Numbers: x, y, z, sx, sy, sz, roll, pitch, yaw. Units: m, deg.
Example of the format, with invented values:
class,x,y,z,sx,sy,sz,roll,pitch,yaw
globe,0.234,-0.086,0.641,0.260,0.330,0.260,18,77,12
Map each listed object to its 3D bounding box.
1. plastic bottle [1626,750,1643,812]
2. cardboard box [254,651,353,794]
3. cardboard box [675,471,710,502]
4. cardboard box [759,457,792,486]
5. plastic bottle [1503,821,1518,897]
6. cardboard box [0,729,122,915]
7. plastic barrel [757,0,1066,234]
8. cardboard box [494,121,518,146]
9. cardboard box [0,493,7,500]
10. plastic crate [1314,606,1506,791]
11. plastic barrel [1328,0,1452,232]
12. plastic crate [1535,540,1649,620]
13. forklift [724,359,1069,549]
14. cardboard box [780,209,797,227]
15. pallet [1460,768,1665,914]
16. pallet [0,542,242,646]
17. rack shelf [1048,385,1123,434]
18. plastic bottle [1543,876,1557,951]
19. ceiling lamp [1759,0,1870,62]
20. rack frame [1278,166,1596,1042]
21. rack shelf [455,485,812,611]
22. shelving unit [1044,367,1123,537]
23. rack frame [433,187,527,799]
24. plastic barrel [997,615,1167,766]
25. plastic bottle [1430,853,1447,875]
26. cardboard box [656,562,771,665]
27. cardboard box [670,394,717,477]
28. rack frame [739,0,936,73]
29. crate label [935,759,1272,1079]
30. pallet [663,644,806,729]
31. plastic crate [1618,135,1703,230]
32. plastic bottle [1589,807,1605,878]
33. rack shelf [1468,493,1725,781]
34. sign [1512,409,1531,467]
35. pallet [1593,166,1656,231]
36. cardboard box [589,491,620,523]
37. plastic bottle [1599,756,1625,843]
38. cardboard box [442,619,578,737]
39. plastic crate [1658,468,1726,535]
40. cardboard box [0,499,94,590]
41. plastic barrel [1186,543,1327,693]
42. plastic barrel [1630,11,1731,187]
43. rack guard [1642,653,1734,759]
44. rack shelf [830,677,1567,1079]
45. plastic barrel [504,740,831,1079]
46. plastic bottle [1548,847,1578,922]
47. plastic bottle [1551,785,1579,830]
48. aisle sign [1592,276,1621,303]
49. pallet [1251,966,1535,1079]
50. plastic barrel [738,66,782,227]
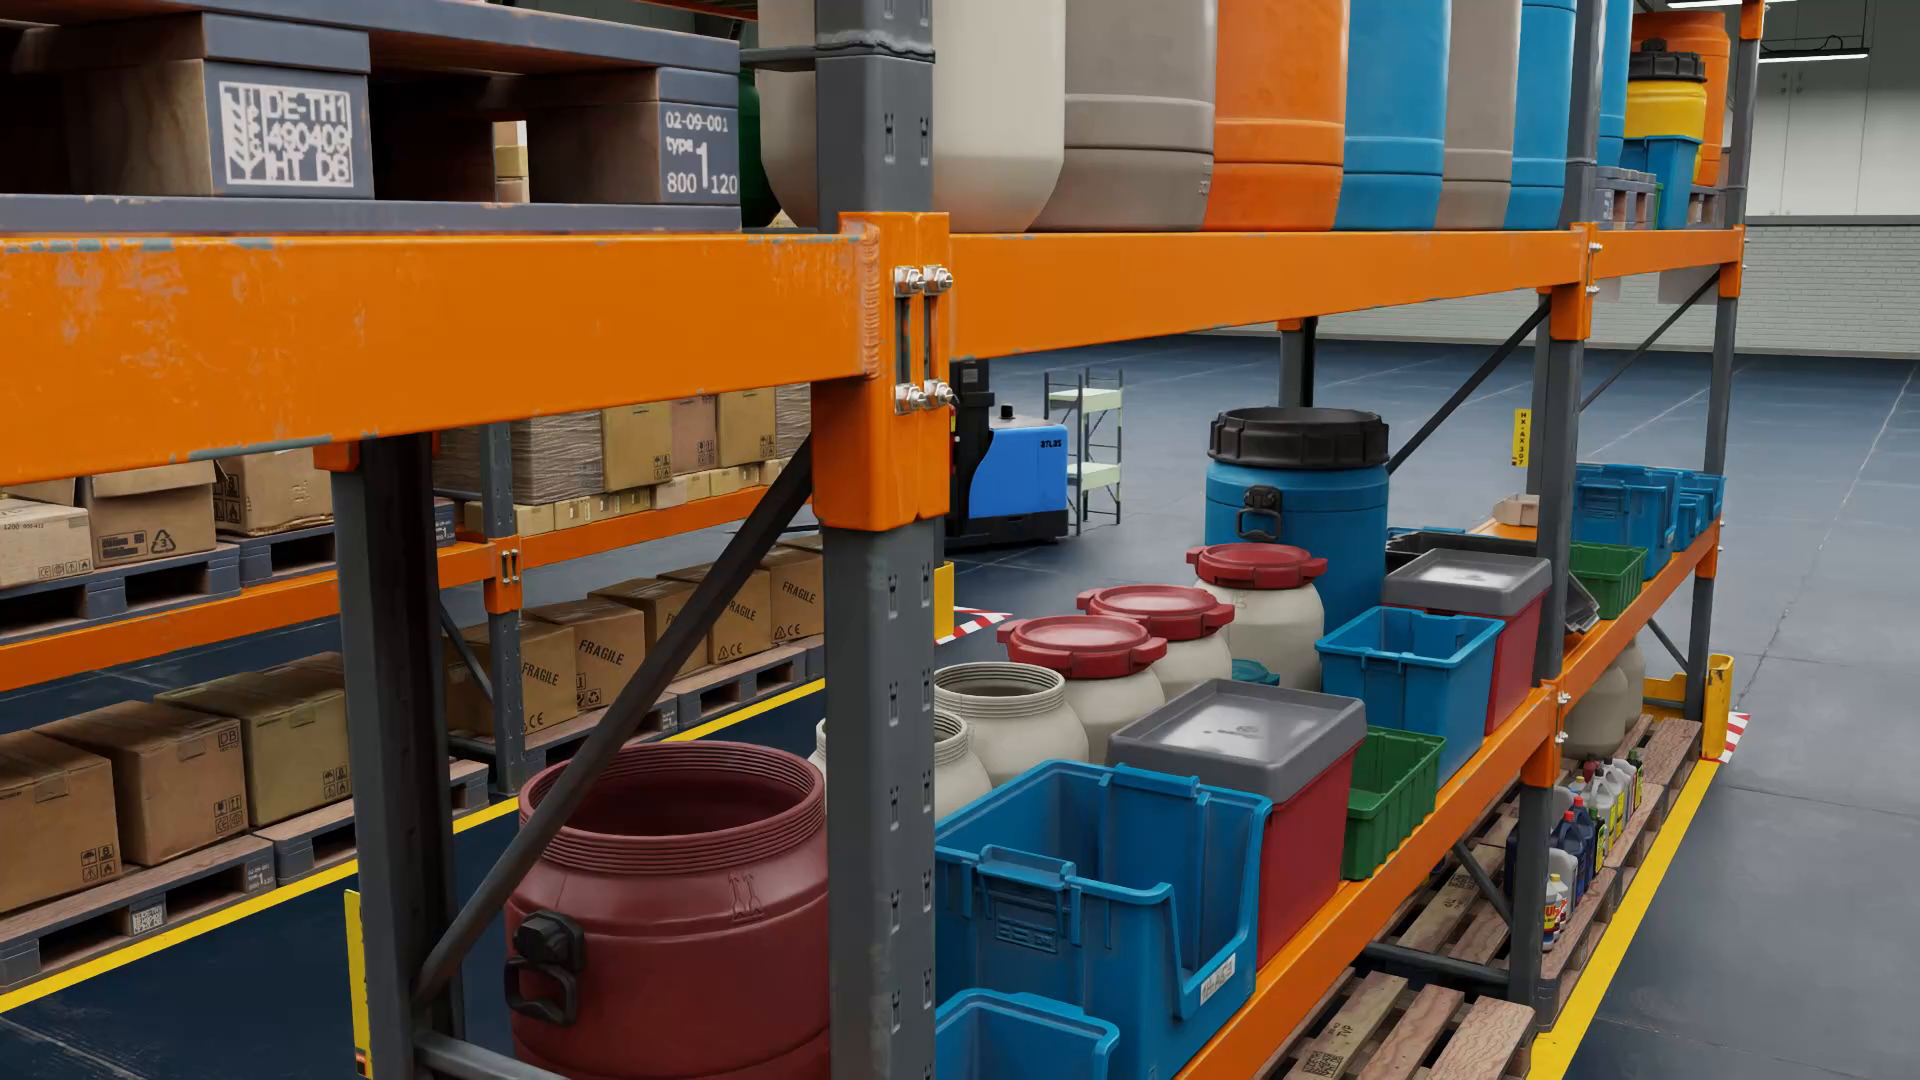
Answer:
class,x,y,z,sx,sy,sz,roll,pitch,yaw
plastic bottle,3.040,1.079,7.520,0.061,0.283,0.133,7,13,32
cardboard box,-2.983,0.872,8.037,0.700,0.500,0.500,5,12,26
cardboard box,-1.649,-0.315,9.465,0.380,0.149,0.250,6,12,31
cardboard box,-1.230,-0.430,10.077,0.380,0.149,0.250,6,12,31
plastic bottle,2.238,1.223,6.568,0.144,0.351,0.185,6,12,31
cardboard box,-3.826,1.121,6.706,0.700,0.500,0.500,8,13,35
plastic barrel,-0.066,-0.681,2.282,0.421,0.512,0.421,0,11,0
cardboard box,-2.630,-2.245,8.501,0.500,0.500,0.500,6,12,29
cardboard box,-6.446,0.021,11.617,0.875,0.875,0.875,7,12,32
plastic crate,1.280,0.450,4.740,0.392,0.384,0.575,6,12,31
plastic barrel,0.830,-1.176,3.865,0.600,0.901,0.708,6,12,31
plastic crate,2.533,0.156,6.840,0.450,0.188,0.662,6,12,31
forklift,-0.558,-1.369,14.596,3.031,2.935,1.130,-6,12,-28
cardboard box,-1.132,-2.006,10.068,0.500,0.250,0.500,7,13,32
pallet,2.604,1.315,7.653,1.003,0.211,1.213,6,12,31
pallet,-3.730,0.173,6.693,1.003,0.211,1.213,6,12,31
rack shelf,1.162,-1.229,15.615,0.431,0.370,0.720,7,13,35
plastic bottle,2.127,1.355,6.079,0.097,0.271,0.097,0,11,0
ceiling lamp,15.563,-10.355,30.243,2.000,3.185,0.800,6,12,31
rack frame,1.587,0.239,5.824,1.000,3.000,0.127,6,12,31
rack shelf,-1.608,-0.196,10.098,1.077,0.370,4.000,6,12,31
shelving unit,1.161,-0.845,15.687,0.431,1.500,0.755,7,13,35
rack frame,-2.646,-0.235,8.352,1.000,3.000,0.127,6,12,31
plastic barrel,0.298,0.485,4.140,0.433,0.535,0.433,0,11,0
plastic bottle,1.915,1.212,6.829,0.152,0.276,0.135,6,12,31
cardboard box,-1.530,0.449,10.352,0.500,0.500,0.500,8,13,36
cardboard box,-1.896,-0.658,9.535,0.875,0.500,0.500,6,12,31
rack frame,-0.489,-2.081,1.912,1.000,3.000,0.127,6,12,31
crate label,0.258,0.720,3.157,0.502,0.435,0.616,6,12,31
pallet,-1.695,0.834,10.220,1.003,0.211,1.213,6,12,31
plastic crate,2.931,-1.528,7.154,0.392,0.384,0.575,6,12,31
plastic bottle,2.580,1.218,6.776,0.061,0.283,0.133,7,13,33
rack shelf,2.626,0.278,7.571,1.077,0.370,4.000,6,12,31
sign,3.196,-0.580,9.444,0.100,0.325,0.005,6,12,31
pallet,1.878,-1.266,6.222,1.213,0.211,1.003,6,12,31
cardboard box,-2.030,-0.196,8.830,0.380,0.149,0.250,6,12,31
plastic bottle,2.776,1.111,7.166,0.144,0.351,0.185,7,13,33
cardboard box,-2.404,0.729,8.859,0.500,0.500,0.500,6,12,29
plastic crate,3.660,-0.210,8.625,0.499,0.251,0.616,6,12,31
cardboard box,-3.656,0.020,6.257,0.500,0.250,0.500,6,12,29
plastic barrel,0.903,0.301,5.120,0.433,0.535,0.433,0,11,0
plastic barrel,3.520,-2.194,8.357,0.600,0.830,0.708,6,12,31
rack guard,3.665,0.855,9.327,1.175,0.500,0.348,6,12,31
rack shelf,0.549,0.907,4.210,1.077,0.370,4.000,6,12,31
plastic barrel,-0.507,0.699,2.996,0.600,0.536,0.708,6,12,31
plastic bottle,2.272,1.299,6.364,0.152,0.276,0.135,7,13,33
plastic bottle,2.540,1.167,7.071,0.152,0.276,0.135,6,12,31
aisle sign,3.451,-1.708,9.155,0.394,0.787,0.004,6,12,31
pallet,1.213,1.736,5.401,1.003,0.211,1.213,6,12,31
plastic barrel,-0.405,-0.574,2.436,0.294,0.245,0.294,0,11,0
